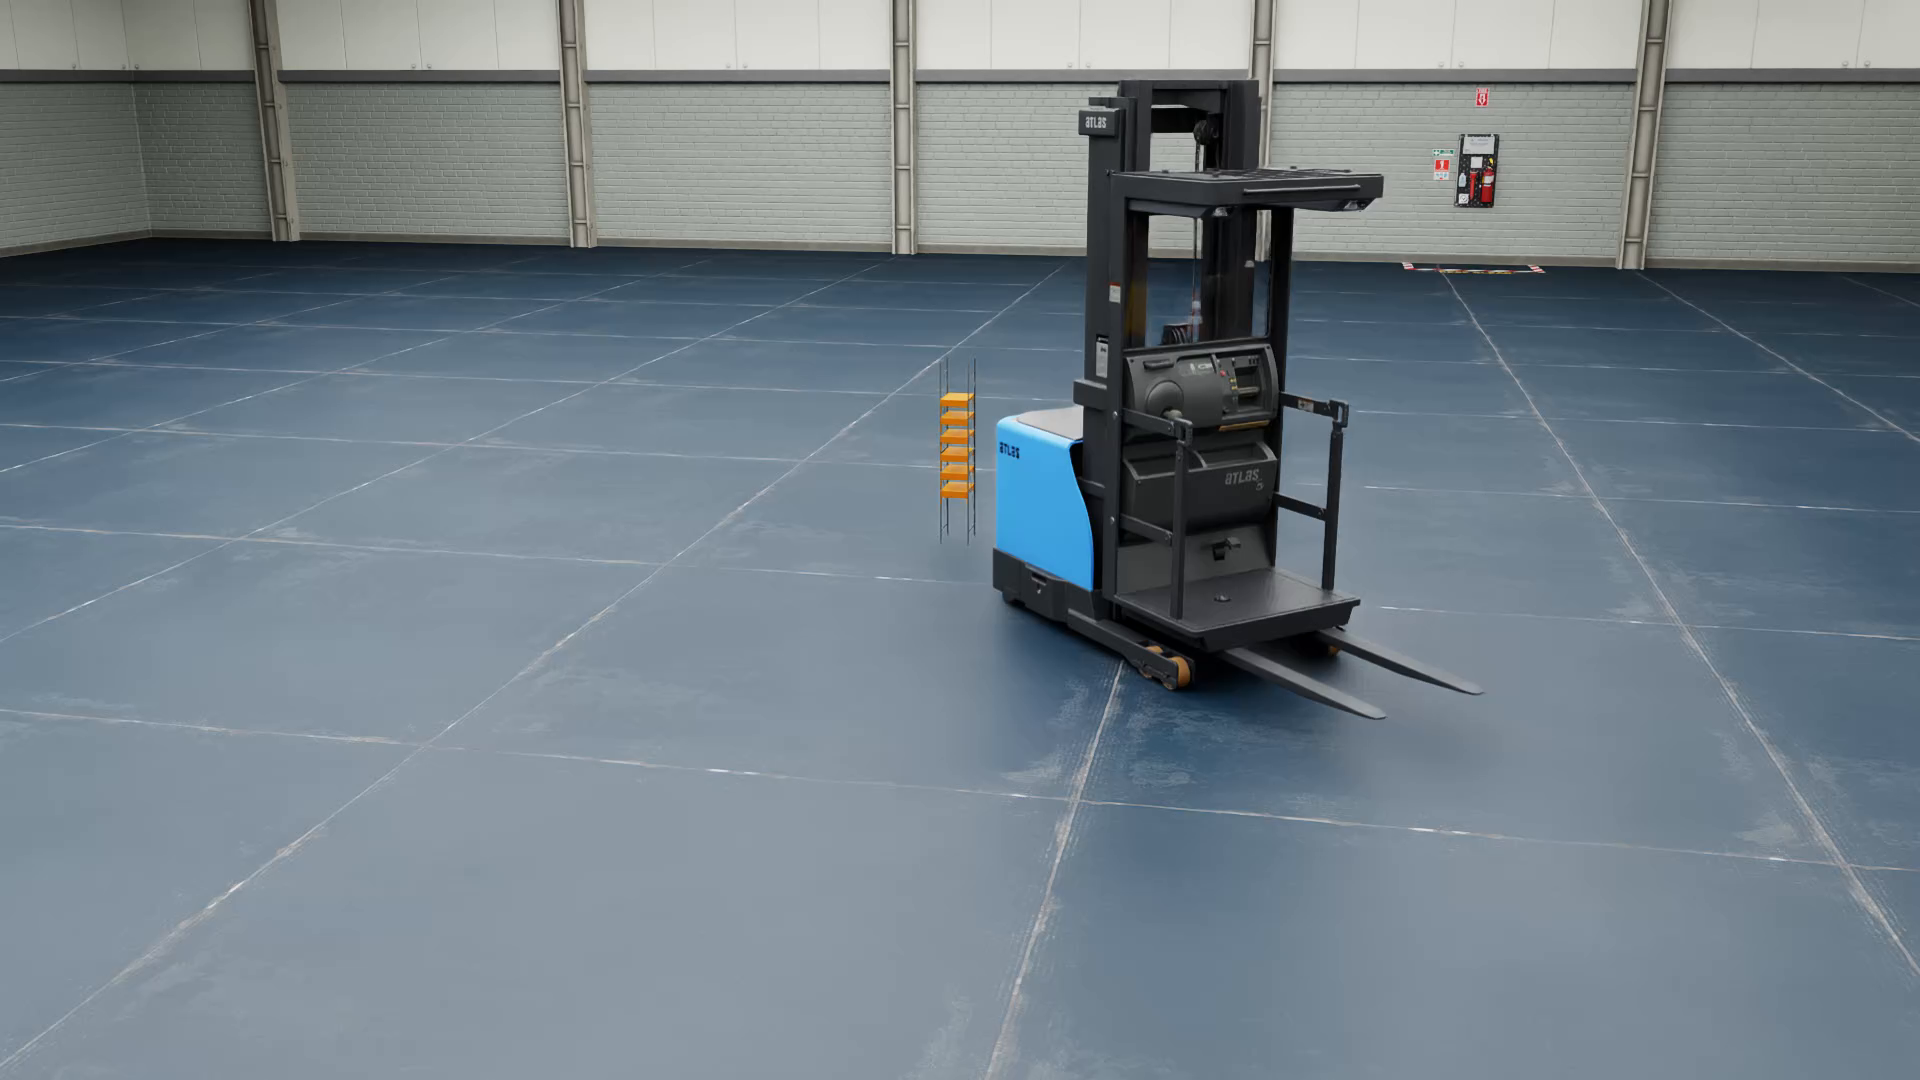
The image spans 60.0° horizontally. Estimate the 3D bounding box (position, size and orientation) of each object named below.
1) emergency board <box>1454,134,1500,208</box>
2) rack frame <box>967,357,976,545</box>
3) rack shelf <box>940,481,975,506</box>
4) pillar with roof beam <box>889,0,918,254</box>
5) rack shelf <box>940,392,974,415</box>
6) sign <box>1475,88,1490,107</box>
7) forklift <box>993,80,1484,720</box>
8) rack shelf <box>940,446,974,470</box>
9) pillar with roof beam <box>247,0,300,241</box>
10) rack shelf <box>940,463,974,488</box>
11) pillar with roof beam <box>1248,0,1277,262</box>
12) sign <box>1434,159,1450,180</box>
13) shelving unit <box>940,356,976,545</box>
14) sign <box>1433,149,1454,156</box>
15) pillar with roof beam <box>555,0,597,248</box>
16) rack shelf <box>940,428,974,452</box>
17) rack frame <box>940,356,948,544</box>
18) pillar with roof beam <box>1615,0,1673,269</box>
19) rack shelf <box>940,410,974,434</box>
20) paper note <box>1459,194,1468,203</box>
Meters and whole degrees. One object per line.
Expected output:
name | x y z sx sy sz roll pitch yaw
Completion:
emergency board | 8.382 -5.972 26.931 0.643 1.169 0.194 3 16 11
rack frame | 0.075 -0.574 10.817 0.006 1.200 0.240 3 16 11
rack shelf | -0.014 -0.305 10.911 0.180 0.103 0.258 3 16 11
pillar with roof beam | -1.821 -8.233 23.858 0.400 9.000 9.100 3 16 11
rack shelf | -0.014 -0.883 10.750 0.180 0.103 0.258 3 16 11
sign | 8.394 -7.115 26.717 0.199 0.298 0.001 3 16 11
forklift | 1.365 -0.804 8.406 1.130 2.935 3.031 -9 18 -29
rack shelf | -0.014 -0.536 10.846 0.180 0.103 0.258 3 16 11
pillar with roof beam | -13.580 -8.872 26.163 0.400 9.000 9.100 3 16 11
rack shelf | -0.014 -0.421 10.879 0.180 0.103 0.258 3 16 11
pillar with roof beam | 4.059 -7.914 22.706 0.400 9.000 9.100 3 16 11
sign | 7.861 -6.045 27.129 0.234 0.329 0.001 3 16 11
shelving unit | -0.014 -0.579 10.835 0.189 1.200 0.258 3 16 11
sign | 7.864 -6.298 27.049 0.331 0.109 0.001 3 16 11
pillar with roof beam | -7.701 -8.553 25.010 0.400 9.000 9.100 3 16 11
rack shelf | -0.014 -0.652 10.814 0.180 0.103 0.258 3 16 11
rack frame | -0.104 -0.584 10.852 0.006 1.200 0.240 3 16 11
pillar with roof beam | 9.938 -7.595 21.554 0.400 9.000 9.100 3 16 11
rack shelf | -0.014 -0.767 10.782 0.180 0.103 0.258 3 16 11
paper note | 8.222 -5.574 27.147 0.142 0.148 0.016 3 16 11
